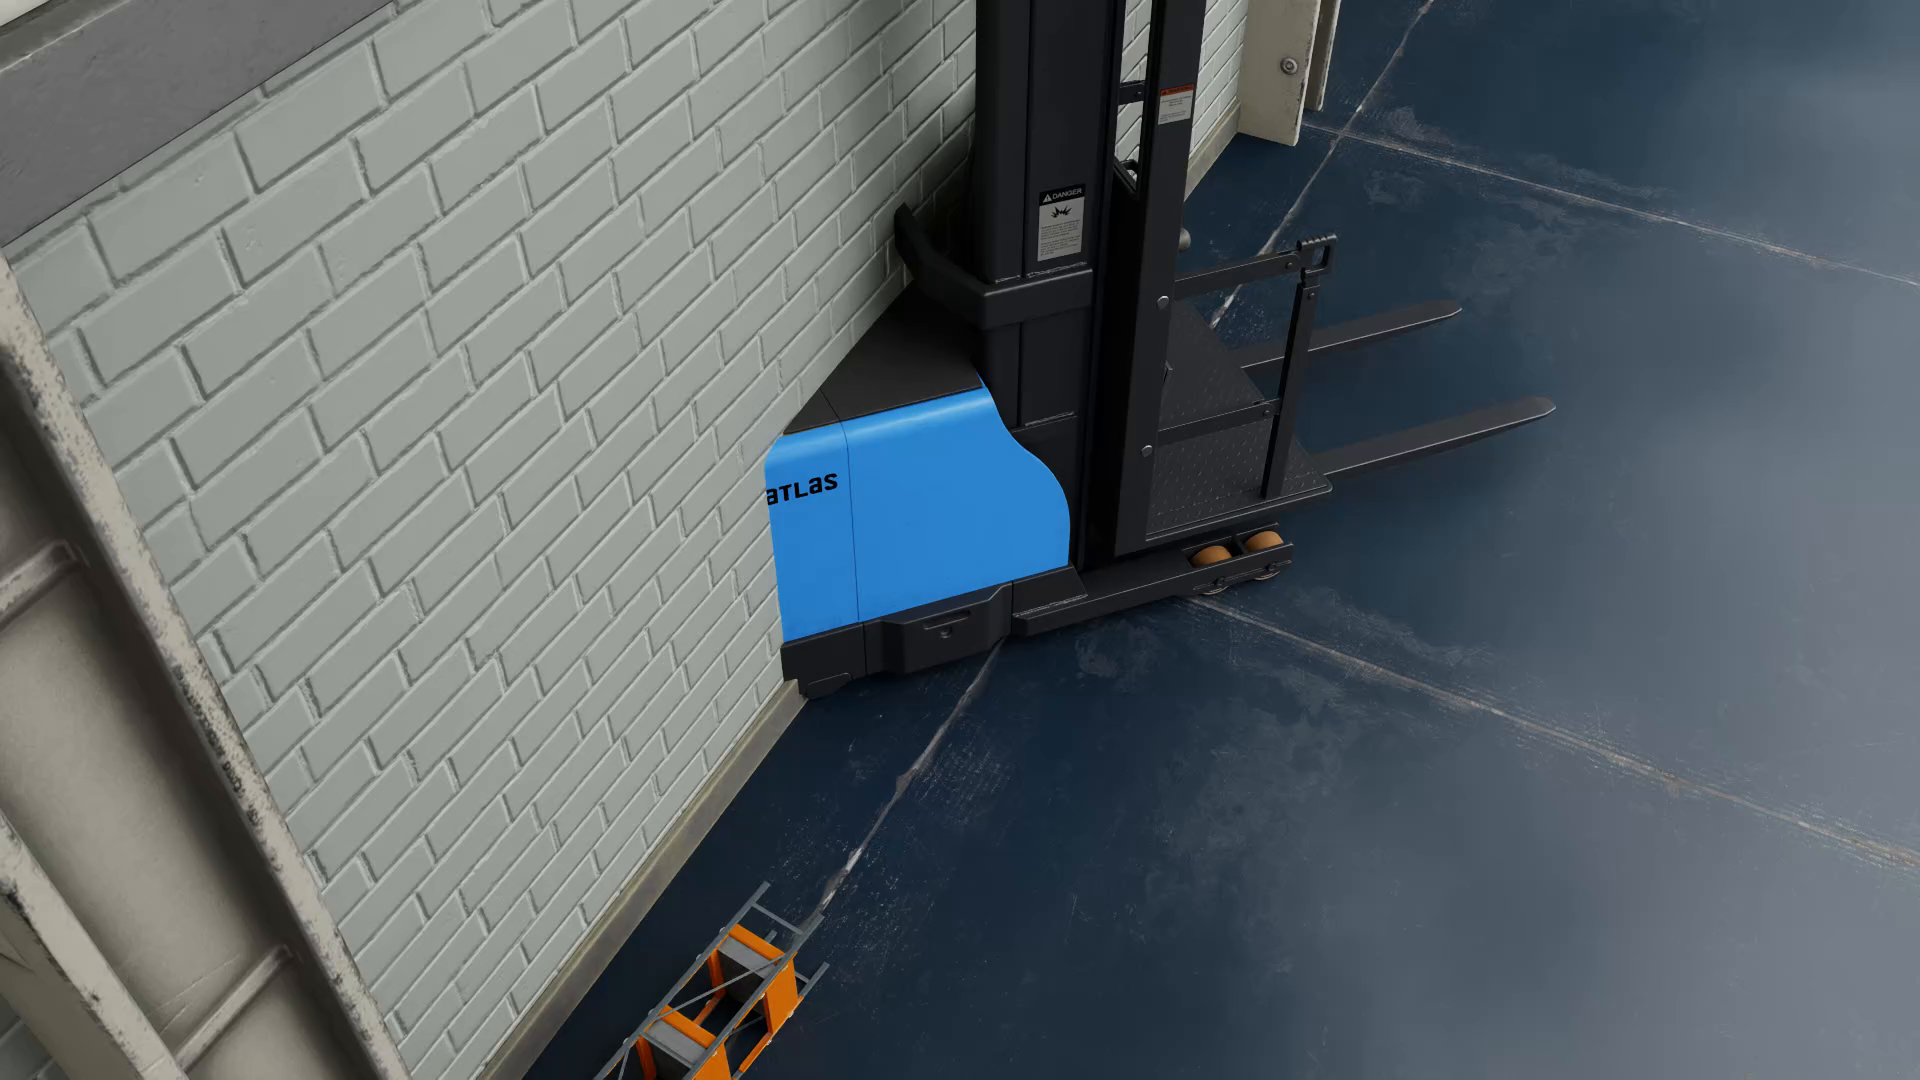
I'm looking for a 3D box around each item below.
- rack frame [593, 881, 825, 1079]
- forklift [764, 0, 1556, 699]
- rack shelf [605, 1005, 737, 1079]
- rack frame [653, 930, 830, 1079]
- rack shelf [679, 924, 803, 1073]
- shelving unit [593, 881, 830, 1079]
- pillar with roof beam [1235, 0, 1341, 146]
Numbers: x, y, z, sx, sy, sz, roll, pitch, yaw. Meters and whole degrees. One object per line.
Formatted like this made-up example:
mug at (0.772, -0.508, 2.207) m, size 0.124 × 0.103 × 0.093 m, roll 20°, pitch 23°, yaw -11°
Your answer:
rack frame at (-0.732, 1.273, 4.139) m, size 0.200 × 0.008 × 1.050 m, roll 25°, pitch 50°, yaw 23°
forklift at (0.584, -1.186, 4.862) m, size 3.031 × 2.935 × 1.130 m, roll -15°, pitch 47°, yaw -14°
rack shelf at (-0.737, 1.365, 4.220) m, size 0.215 × 0.240 × 0.259 m, roll 25°, pitch 50°, yaw 23°
rack frame at (-0.732, 1.444, 4.313) m, size 0.200 × 0.008 × 1.050 m, roll 25°, pitch 50°, yaw 23°
rack shelf at (-0.581, 1.196, 4.386) m, size 0.215 × 0.240 × 0.259 m, roll 25°, pitch 50°, yaw 23°
shelving unit at (-0.732, 1.358, 4.226) m, size 0.215 × 0.252 × 1.050 m, roll 25°, pitch 50°, yaw 23°
pillar with roof beam at (5.275, -3.694, 3.074) m, size 9.100 × 9.000 × 0.400 m, roll 20°, pitch 49°, yaw 19°
